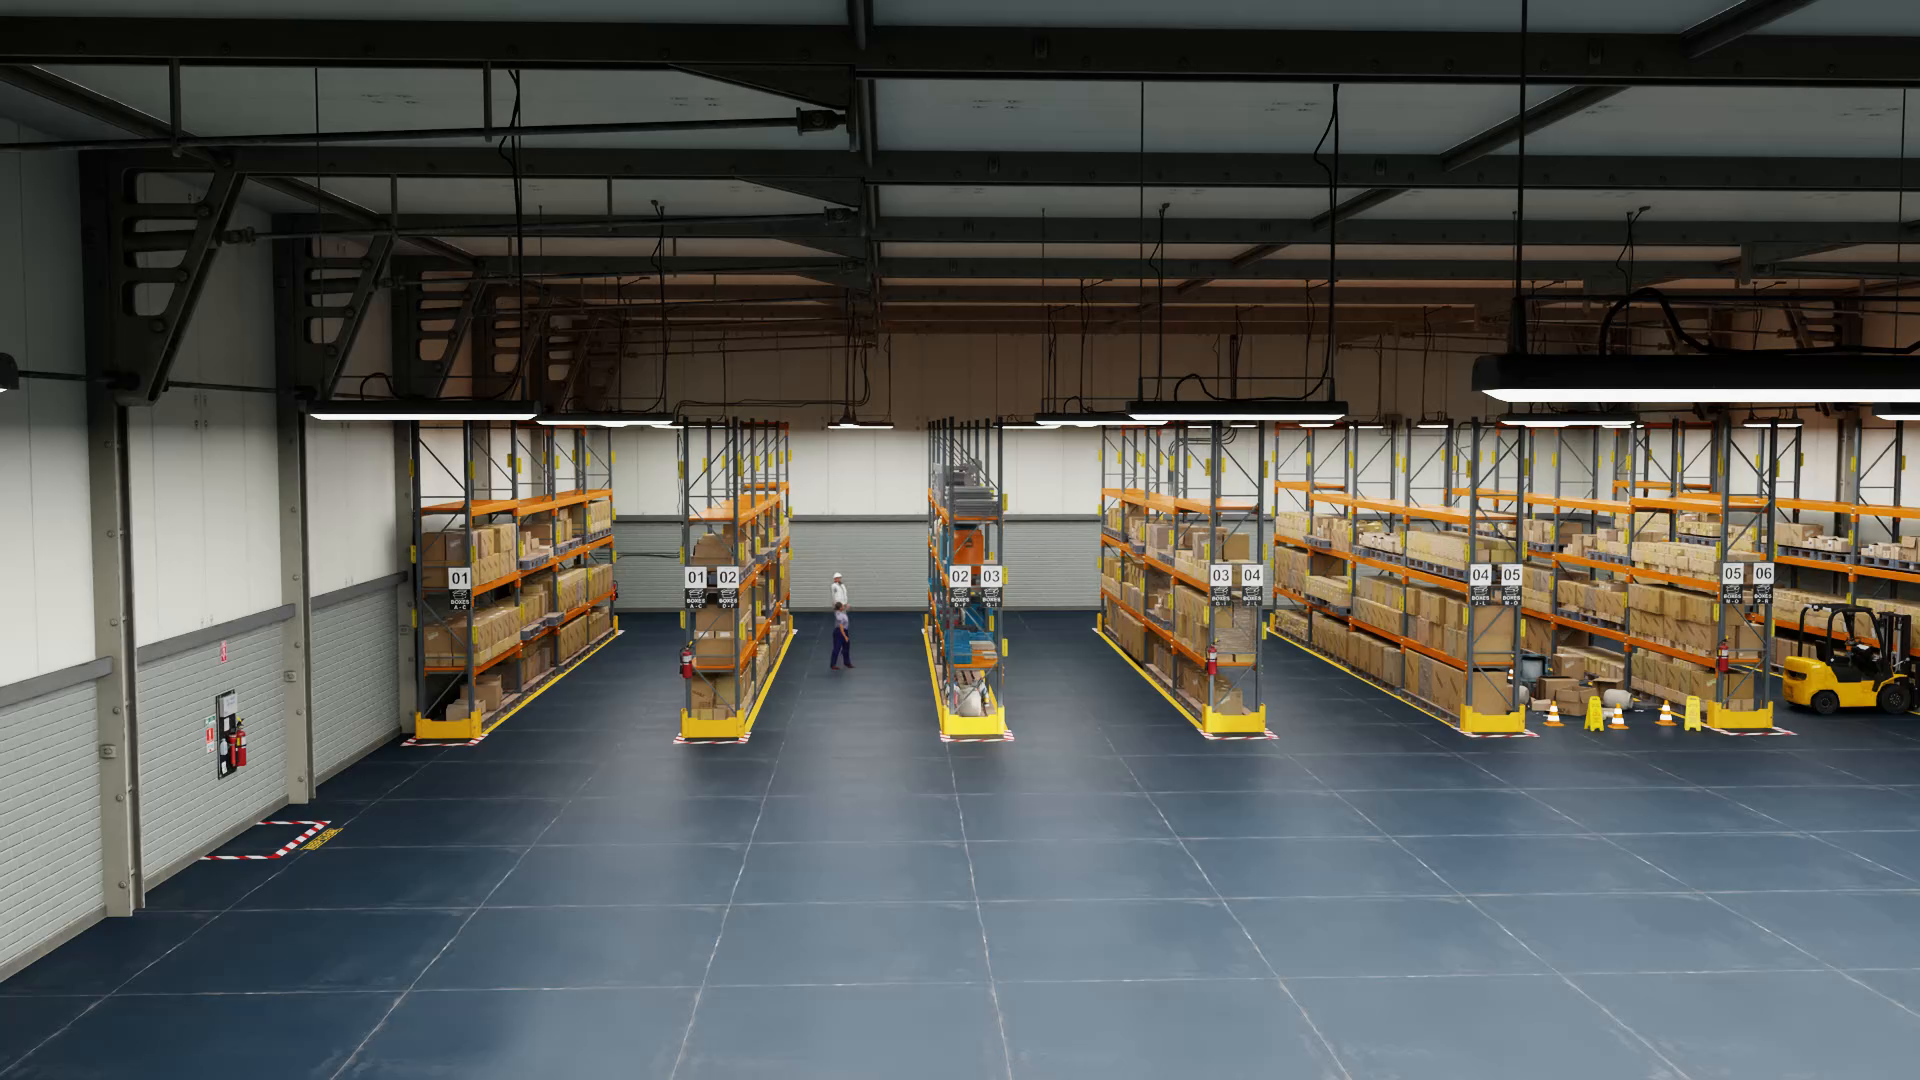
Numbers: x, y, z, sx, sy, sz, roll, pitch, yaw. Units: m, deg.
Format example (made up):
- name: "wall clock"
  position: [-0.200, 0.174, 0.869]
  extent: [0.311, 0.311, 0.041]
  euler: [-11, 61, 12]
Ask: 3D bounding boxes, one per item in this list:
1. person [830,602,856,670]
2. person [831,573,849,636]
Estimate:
- name: "person"
  position: [-2.837, 2.303, 40.002]
  extent: [0.518, 1.672, 0.658]
  euler: [1, 4, 12]
- name: "person"
  position: [-3.363, 1.813, 46.520]
  extent: [0.409, 1.789, 0.559]
  euler: [2, 4, 27]
